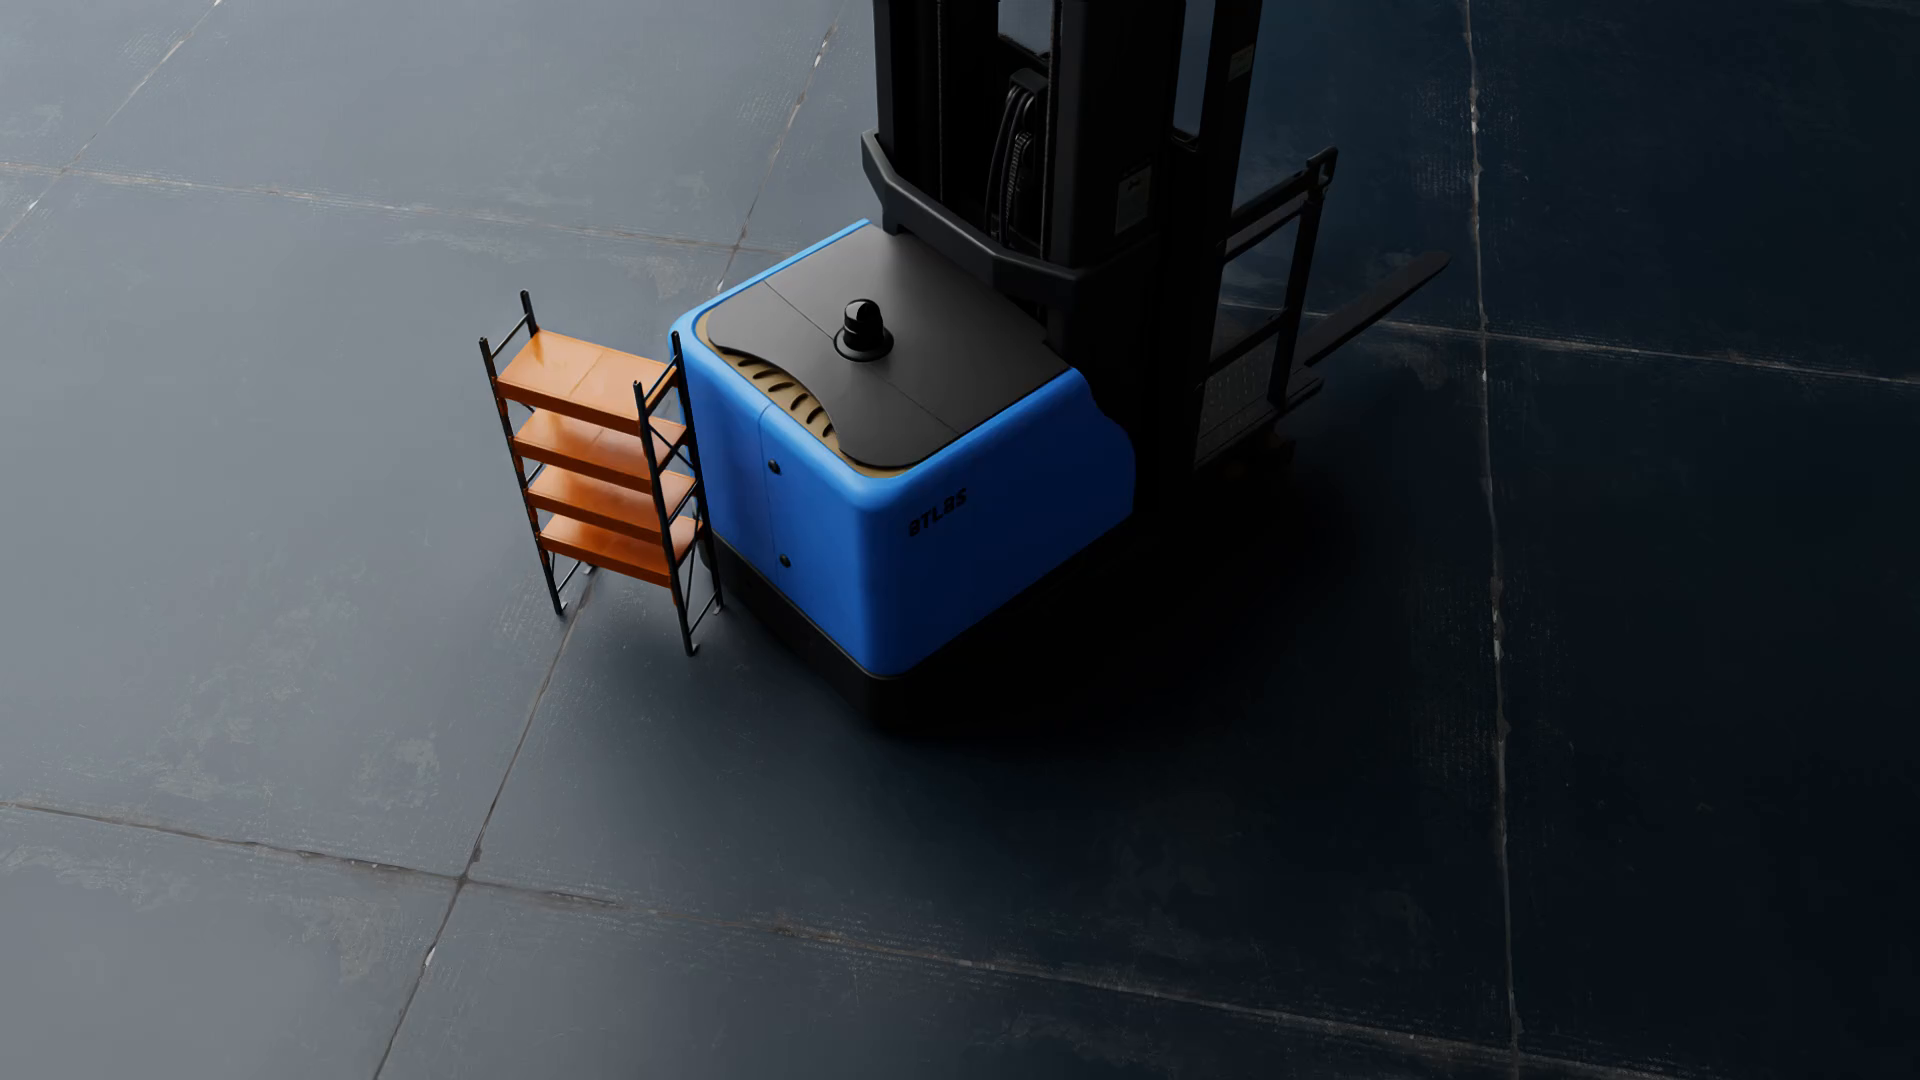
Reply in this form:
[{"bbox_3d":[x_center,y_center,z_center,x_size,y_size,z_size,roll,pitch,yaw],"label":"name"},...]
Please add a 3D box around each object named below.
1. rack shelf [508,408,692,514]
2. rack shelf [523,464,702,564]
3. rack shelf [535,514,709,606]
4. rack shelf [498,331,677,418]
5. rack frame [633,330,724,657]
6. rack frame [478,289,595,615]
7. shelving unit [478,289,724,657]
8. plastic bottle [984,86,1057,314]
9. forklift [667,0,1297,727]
[{"bbox_3d":[-1.067,-0.275,4.980,0.480,0.148,0.258,16,50,14],"label":"rack shelf"},{"bbox_3d":[-14.208,-2.596,6.465,26.933,1.490,4.800,16,50,14],"label":"rack shelf"},{"bbox_3d":[-1.067,0.007,5.294,0.480,0.148,0.258,16,50,14],"label":"rack shelf"},{"bbox_3d":[-1.067,-0.459,4.775,0.457,0.050,0.221,16,50,14],"label":"rack shelf"},{"bbox_3d":[-0.839,-0.104,5.037,0.015,1.200,0.240,16,50,14],"label":"rack frame"},{"bbox_3d":[-1.294,-0.237,5.156,0.015,1.200,0.240,16,50,14],"label":"rack frame"},{"bbox_3d":[-14.203,-2.441,6.634,26.944,1.949,4.800,16,50,14],"label":"shelving unit"},{"bbox_3d":[-18.438,-5.008,8.794,38.854,1.202,4.534,8,49,7],"label":"plastic bottle"},{"bbox_3d":[0.148,-1.070,4.784,1.939,2.867,1.129,-34,56,-27],"label":"forklift"}]
